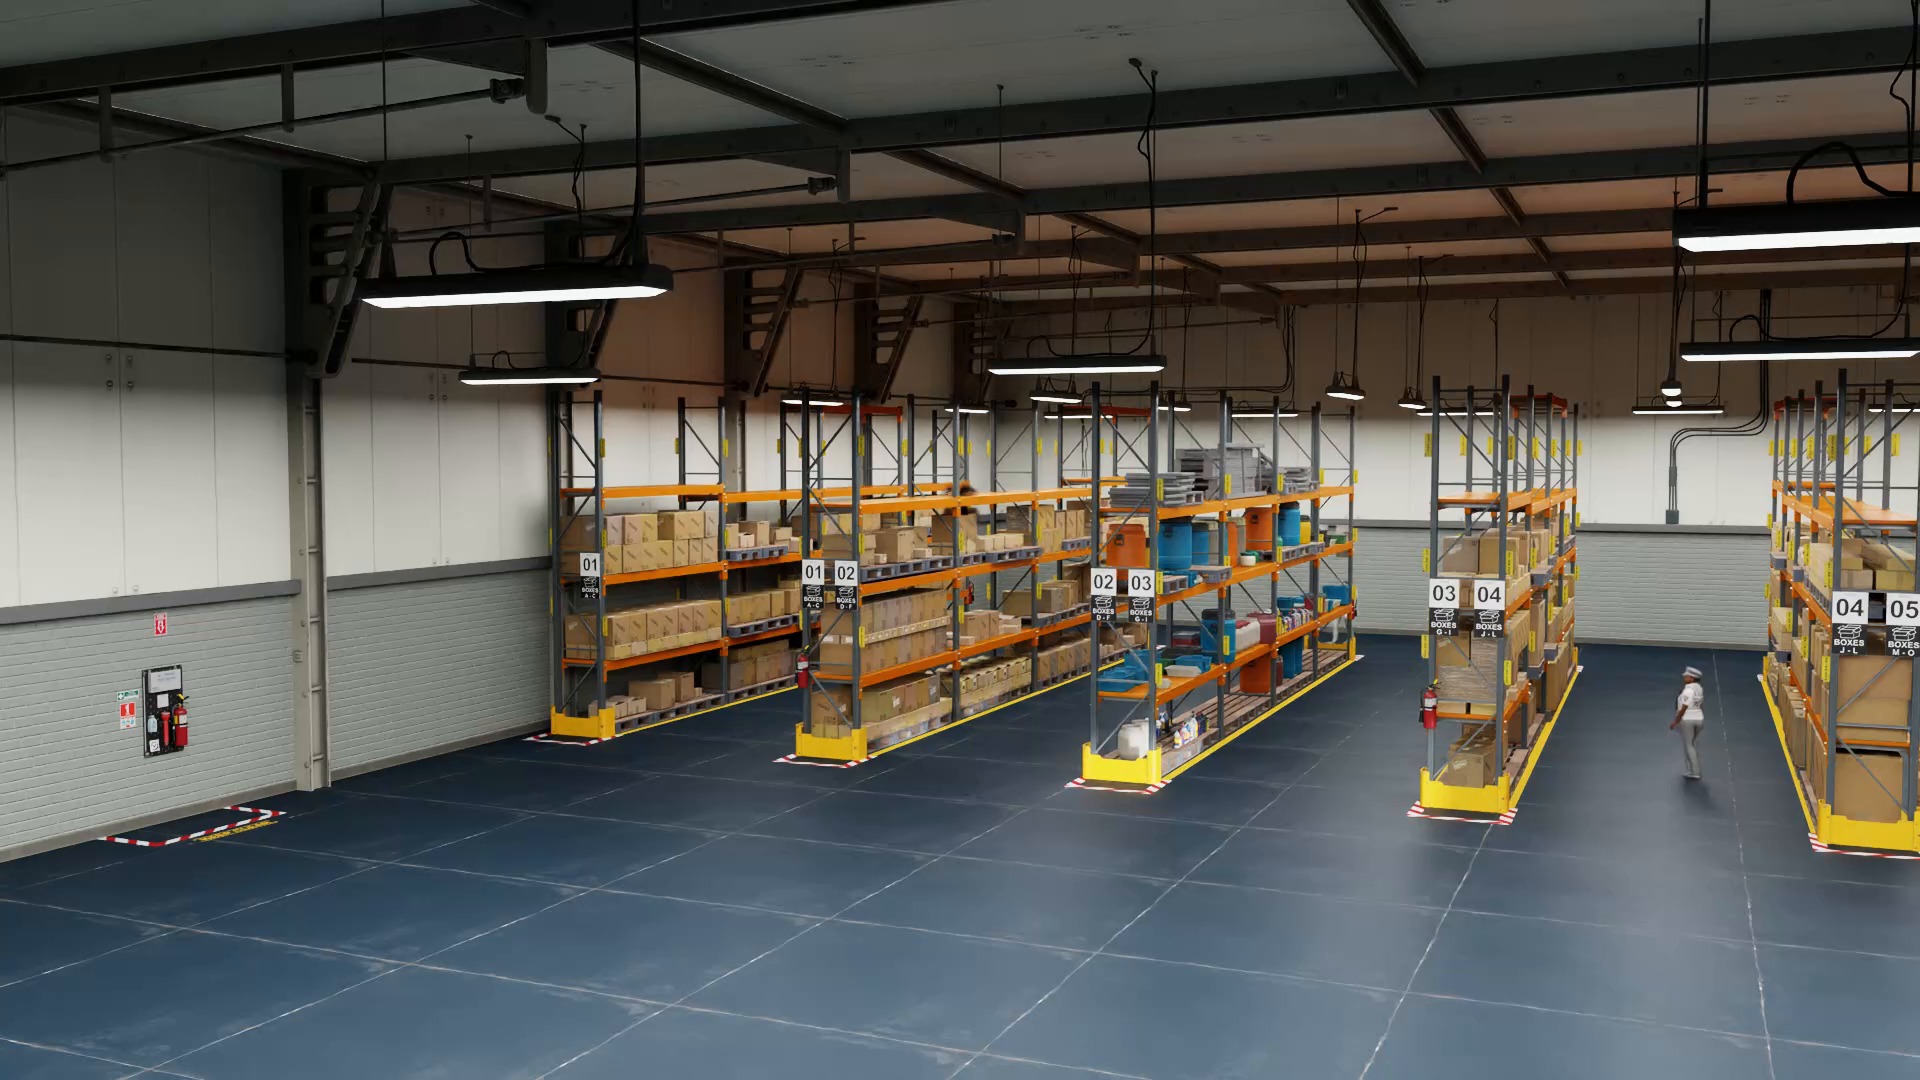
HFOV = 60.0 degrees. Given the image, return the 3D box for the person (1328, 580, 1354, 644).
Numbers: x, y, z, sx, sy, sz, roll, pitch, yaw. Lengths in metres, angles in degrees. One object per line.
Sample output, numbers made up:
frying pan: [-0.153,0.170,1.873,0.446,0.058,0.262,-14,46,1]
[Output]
person: [9.750,1.841,42.342,0.495,1.641,1.035,2,4,32]

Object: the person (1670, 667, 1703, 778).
person: [11.056,2.790,25.225,0.502,1.753,0.520,-1,3,-22]
